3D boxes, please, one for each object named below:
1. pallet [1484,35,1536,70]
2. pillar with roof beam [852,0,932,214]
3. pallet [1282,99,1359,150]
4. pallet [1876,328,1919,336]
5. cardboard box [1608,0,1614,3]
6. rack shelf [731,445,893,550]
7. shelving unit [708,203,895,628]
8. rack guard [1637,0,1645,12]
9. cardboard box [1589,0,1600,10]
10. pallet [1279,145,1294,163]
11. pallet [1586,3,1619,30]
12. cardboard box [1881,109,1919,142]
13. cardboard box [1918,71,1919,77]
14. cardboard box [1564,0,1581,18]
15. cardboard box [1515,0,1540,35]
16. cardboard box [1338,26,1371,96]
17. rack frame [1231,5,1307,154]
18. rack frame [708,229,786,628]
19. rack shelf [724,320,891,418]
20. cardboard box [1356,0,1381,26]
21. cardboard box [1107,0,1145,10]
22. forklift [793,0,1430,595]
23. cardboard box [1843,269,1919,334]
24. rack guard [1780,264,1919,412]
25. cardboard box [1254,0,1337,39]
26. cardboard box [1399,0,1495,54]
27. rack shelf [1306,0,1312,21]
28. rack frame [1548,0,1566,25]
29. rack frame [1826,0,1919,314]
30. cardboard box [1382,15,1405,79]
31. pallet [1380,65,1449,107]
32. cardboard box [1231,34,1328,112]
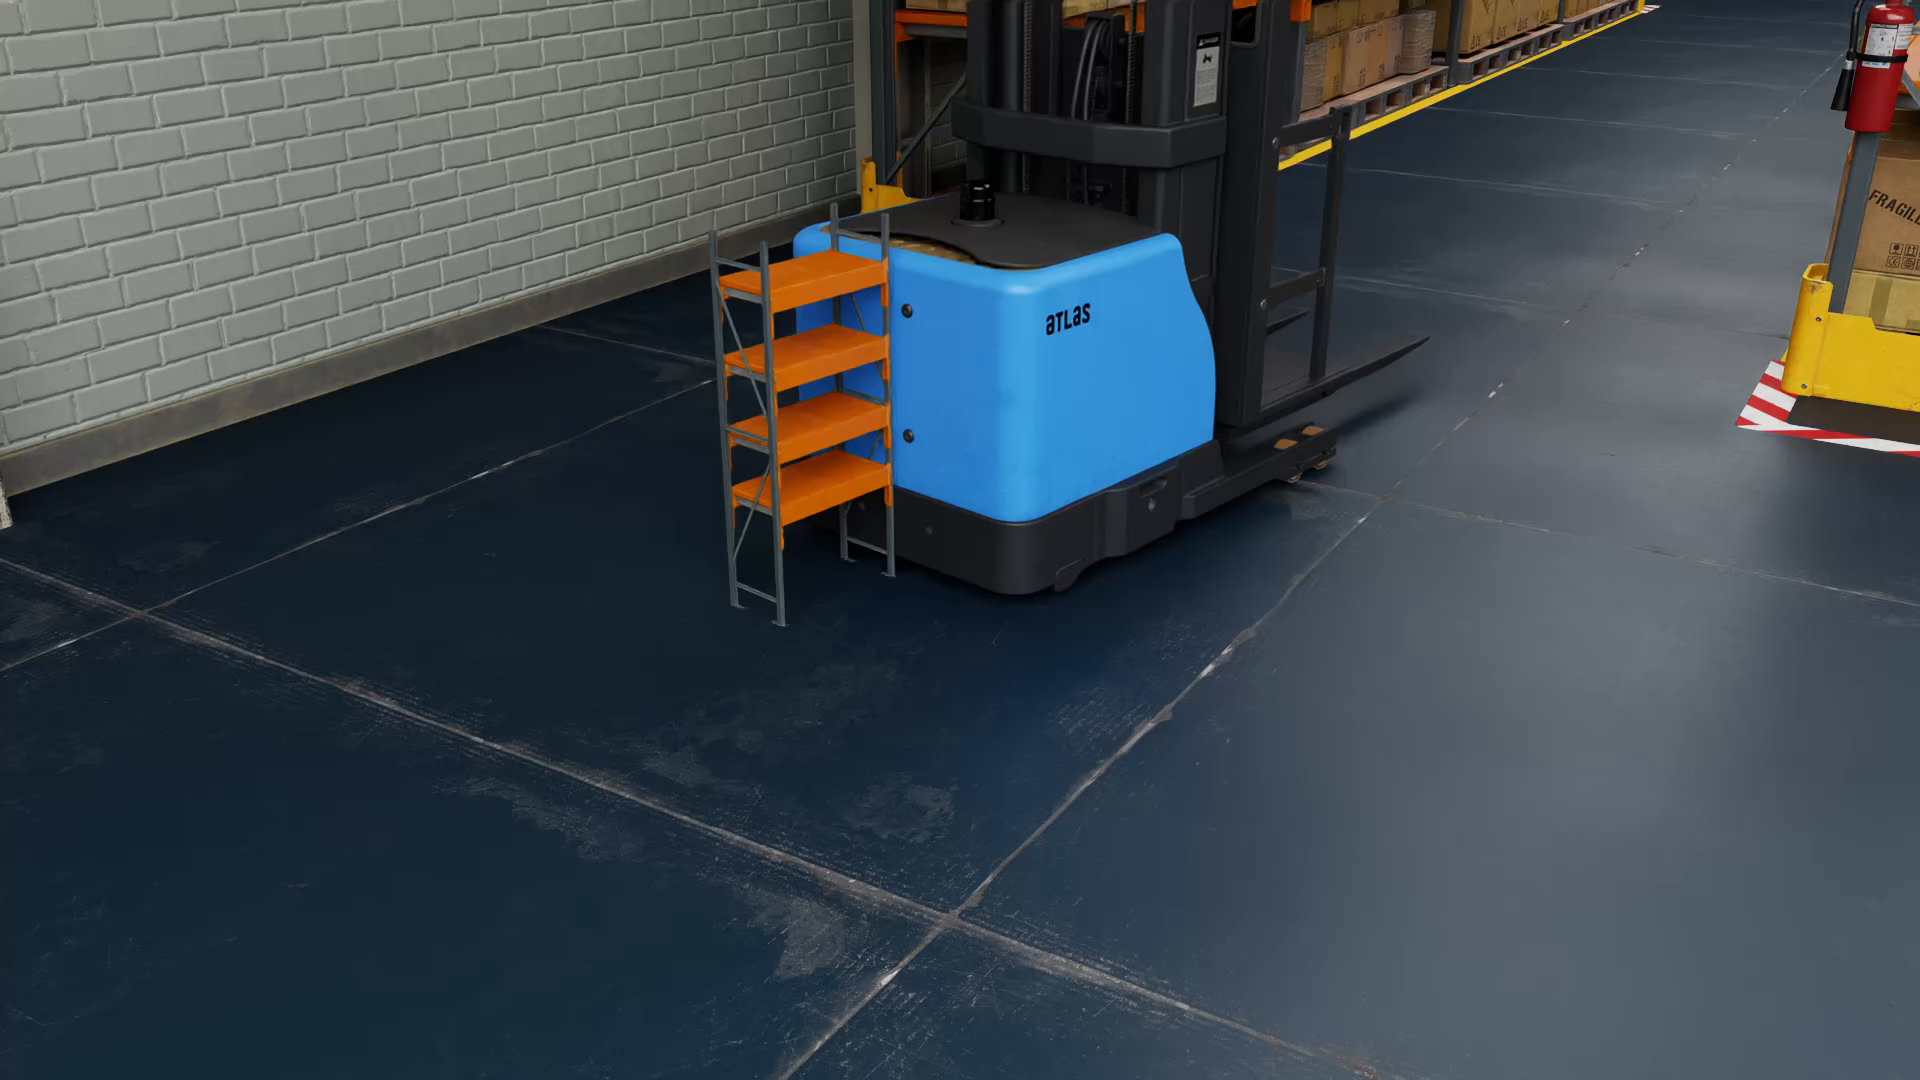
[{"bbox_3d":[5.298,-5.085,17.230,1.003,0.211,1.213,14,27,29],"label":"pallet"},{"bbox_3d":[3.246,-5.273,6.602,9.100,9.000,0.400,14,27,29],"label":"pillar with roof beam"},{"bbox_3d":[2.474,-3.338,13.194,1.003,0.211,1.213,14,27,29],"label":"pallet"},{"bbox_3d":[4.533,-0.955,7.689,1.003,0.211,1.213,14,27,29],"label":"pallet"},{"bbox_3d":[7.846,-7.024,20.817,0.700,0.500,0.500,14,27,29],"label":"cardboard box"},{"bbox_3d":[-0.470,-0.141,5.234,0.258,0.148,0.480,20,30,38],"label":"rack shelf"},{"bbox_3d":[-0.470,-0.385,5.128,0.258,1.200,0.503,20,30,38],"label":"shelving unit"},{"bbox_3d":[8.407,-7.265,21.903,1.175,0.500,0.348,14,27,29],"label":"rack guard"},{"bbox_3d":[7.306,-6.672,20.005,0.700,0.500,0.500,15,27,30],"label":"cardboard box"},{"bbox_3d":[1.740,-2.840,12.045,1.003,0.211,1.213,14,27,29],"label":"pallet"},{"bbox_3d":[7.394,-6.428,20.333,1.003,0.211,1.213,14,27,29],"label":"pallet"},{"bbox_3d":[4.710,-1.826,8.181,0.500,0.500,0.500,14,27,29],"label":"cardboard box"},{"bbox_3d":[4.422,-2.168,6.856,0.700,0.500,0.500,14,27,29],"label":"cardboard box"},{"bbox_3d":[6.766,-6.331,19.216,0.700,0.500,0.500,14,27,30],"label":"cardboard box"},{"bbox_3d":[5.585,-5.713,17.349,0.750,0.750,0.750,15,27,31],"label":"cardboard box"},{"bbox_3d":[2.972,-4.009,13.829,0.700,0.500,0.500,14,27,30],"label":"cardboard box"},{"bbox_3d":[2.064,-4.354,12.032,1.000,3.000,0.127,14,27,29],"label":"rack frame"},{"bbox_3d":[-0.632,-0.312,4.961,0.240,1.200,0.015,20,30,38],"label":"rack frame"},{"bbox_3d":[-0.470,-0.528,5.066,0.258,0.148,0.480,20,30,38],"label":"rack shelf"},{"bbox_3d":[3.218,-4.495,14.007,0.500,0.250,0.500,14,27,29],"label":"cardboard box"},{"bbox_3d":[0.743,-3.221,9.578,0.500,0.250,0.500,13,27,27],"label":"cardboard box"},{"bbox_3d":[0.798,-1.677,5.935,1.130,2.935,3.031,20,30,38],"label":"forklift"},{"bbox_3d":[4.197,-1.141,7.543,0.500,0.250,0.500,14,27,29],"label":"cardboard box"},{"bbox_3d":[4.152,-0.812,6.996,1.175,0.500,0.348,14,27,29],"label":"rack guard"},{"bbox_3d":[2.668,-4.154,13.219,0.500,0.250,0.500,13,27,28],"label":"cardboard box"},{"bbox_3d":[4.674,-5.131,16.004,0.750,0.750,0.750,13,27,28],"label":"cardboard box"},{"bbox_3d":[3.119,-4.699,13.734,1.077,0.370,4.000,14,27,29],"label":"rack shelf"},{"bbox_3d":[6.284,-7.054,18.269,1.000,3.000,0.127,14,27,29],"label":"rack frame"},{"bbox_3d":[4.165,-1.967,6.519,1.000,3.000,0.127,14,27,29],"label":"rack frame"},{"bbox_3d":[3.468,-4.356,14.628,0.700,0.500,0.500,14,27,29],"label":"cardboard box"},{"bbox_3d":[3.761,-4.161,15.096,1.003,0.211,1.213,14,27,29],"label":"pallet"},{"bbox_3d":[2.438,-3.661,13.023,0.700,0.500,0.500,15,28,31],"label":"cardboard box"}]
